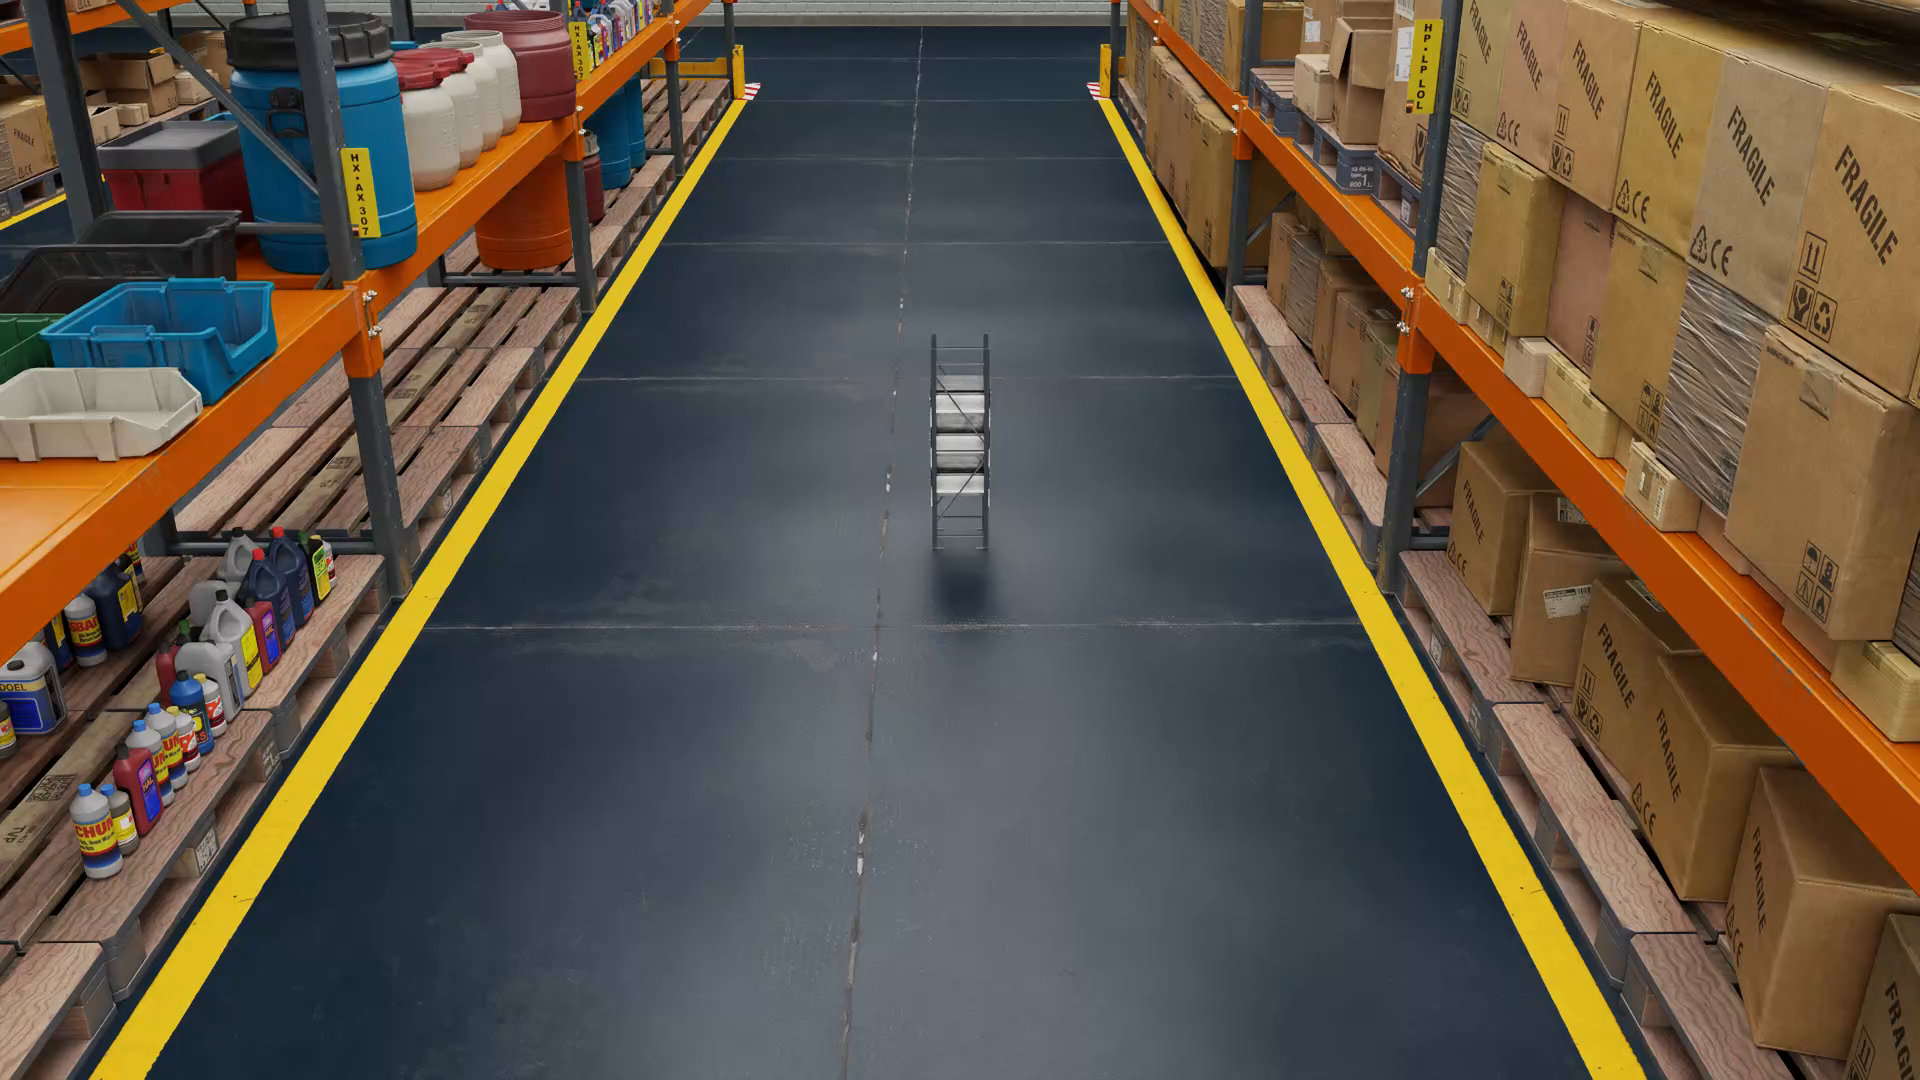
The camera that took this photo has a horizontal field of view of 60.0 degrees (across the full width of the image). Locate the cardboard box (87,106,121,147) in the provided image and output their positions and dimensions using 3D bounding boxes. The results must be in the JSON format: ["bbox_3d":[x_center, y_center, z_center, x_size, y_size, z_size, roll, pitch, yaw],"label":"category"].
[{"bbox_3d":[-7.568,-3.568,14.228,0.500,0.311,0.500,0,24,-1],"label":"cardboard box"}]

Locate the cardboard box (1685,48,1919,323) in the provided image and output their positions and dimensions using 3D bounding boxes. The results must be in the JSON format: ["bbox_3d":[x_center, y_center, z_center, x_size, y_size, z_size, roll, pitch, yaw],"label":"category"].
[{"bbox_3d":[1.989,-0.791,3.664,0.500,0.500,0.500,0,24,-1],"label":"cardboard box"}]

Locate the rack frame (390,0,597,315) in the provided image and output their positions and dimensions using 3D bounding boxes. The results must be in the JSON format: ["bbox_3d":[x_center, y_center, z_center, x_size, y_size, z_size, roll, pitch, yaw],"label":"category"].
[{"bbox_3d":[-2.783,-2.791,9.781,1.000,3.000,0.127,0,24,-1],"label":"rack frame"}]

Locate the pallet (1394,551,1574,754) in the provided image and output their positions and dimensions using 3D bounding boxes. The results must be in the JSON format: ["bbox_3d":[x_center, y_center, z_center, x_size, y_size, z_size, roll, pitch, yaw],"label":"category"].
[{"bbox_3d":[2.256,0.382,6.149,1.003,0.211,1.213,0,24,-1],"label":"pallet"}]

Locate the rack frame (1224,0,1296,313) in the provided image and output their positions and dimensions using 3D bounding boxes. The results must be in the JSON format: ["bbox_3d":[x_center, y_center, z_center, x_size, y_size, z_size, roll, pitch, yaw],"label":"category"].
[{"bbox_3d":[2.169,-2.813,9.831,1.000,3.000,0.127,0,24,-1],"label":"rack frame"}]

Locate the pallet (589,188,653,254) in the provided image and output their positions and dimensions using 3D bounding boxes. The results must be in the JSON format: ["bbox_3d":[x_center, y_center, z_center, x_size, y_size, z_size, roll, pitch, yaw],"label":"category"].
[{"bbox_3d":[-2.844,-2.347,12.183,1.003,0.211,1.213,0,24,-1],"label":"pallet"}]

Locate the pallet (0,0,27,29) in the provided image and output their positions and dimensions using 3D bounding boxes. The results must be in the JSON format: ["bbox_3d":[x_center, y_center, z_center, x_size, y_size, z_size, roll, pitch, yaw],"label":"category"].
[{"bbox_3d":[-7.880,-4.001,12.690,1.003,0.211,1.213,0,24,-1],"label":"pallet"}]

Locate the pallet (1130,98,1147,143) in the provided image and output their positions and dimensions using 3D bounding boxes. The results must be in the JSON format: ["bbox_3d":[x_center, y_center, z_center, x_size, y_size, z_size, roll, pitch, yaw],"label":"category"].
[{"bbox_3d":[2.180,-4.009,15.858,1.003,0.211,1.213,0,24,-1],"label":"pallet"}]

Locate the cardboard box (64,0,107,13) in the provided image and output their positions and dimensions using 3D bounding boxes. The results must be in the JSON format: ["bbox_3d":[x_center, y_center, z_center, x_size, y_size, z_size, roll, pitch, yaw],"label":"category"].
[{"bbox_3d":[-7.513,-4.675,13.826,0.500,0.500,0.500,0,24,1],"label":"cardboard box"}]

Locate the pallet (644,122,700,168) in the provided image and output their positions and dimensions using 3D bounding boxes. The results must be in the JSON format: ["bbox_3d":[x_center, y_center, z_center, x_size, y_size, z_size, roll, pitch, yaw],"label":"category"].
[{"bbox_3d":[-2.874,-3.472,14.670,1.003,0.211,1.213,0,24,-1],"label":"pallet"}]

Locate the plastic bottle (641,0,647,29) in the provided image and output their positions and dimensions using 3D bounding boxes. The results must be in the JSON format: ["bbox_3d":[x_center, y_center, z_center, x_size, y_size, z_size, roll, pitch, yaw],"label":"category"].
[{"bbox_3d":[-2.495,-4.071,12.763,0.152,0.276,0.135,0,24,-1],"label":"plastic bottle"}]

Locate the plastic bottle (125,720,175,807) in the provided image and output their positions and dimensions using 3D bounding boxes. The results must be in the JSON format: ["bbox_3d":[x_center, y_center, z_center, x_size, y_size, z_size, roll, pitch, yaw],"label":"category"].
[{"bbox_3d":[-2.408,0.658,4.931,0.097,0.271,0.097,0,24,0],"label":"plastic bottle"}]

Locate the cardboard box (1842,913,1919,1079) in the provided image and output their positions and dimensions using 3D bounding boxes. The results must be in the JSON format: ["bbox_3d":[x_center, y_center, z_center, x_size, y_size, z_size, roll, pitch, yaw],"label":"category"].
[{"bbox_3d":[2.267,1.173,3.540,0.500,0.500,0.500,4,25,9],"label":"cardboard box"}]

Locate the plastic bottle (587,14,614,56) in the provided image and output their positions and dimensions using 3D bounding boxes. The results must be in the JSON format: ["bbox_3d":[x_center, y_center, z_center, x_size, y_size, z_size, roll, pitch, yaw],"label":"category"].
[{"bbox_3d":[-2.480,-3.486,11.468,0.152,0.276,0.135,0,24,-1],"label":"plastic bottle"}]

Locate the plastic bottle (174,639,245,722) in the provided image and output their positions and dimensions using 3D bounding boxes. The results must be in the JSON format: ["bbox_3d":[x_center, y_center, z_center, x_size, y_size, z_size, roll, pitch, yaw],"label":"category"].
[{"bbox_3d":[-2.441,0.441,5.407,0.152,0.276,0.135,0,24,0],"label":"plastic bottle"}]

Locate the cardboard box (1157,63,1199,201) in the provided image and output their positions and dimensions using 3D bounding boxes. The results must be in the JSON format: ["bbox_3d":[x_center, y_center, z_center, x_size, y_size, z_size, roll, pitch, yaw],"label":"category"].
[{"bbox_3d":[2.163,-3.053,12.429,1.225,0.875,0.875,-1,24,-2],"label":"cardboard box"}]

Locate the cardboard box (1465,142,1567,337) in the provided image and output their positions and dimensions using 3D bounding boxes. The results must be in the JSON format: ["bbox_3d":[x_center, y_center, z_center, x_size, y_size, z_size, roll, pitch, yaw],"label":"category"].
[{"bbox_3d":[2.126,-0.954,5.238,0.875,0.500,0.500,0,24,-1],"label":"cardboard box"}]

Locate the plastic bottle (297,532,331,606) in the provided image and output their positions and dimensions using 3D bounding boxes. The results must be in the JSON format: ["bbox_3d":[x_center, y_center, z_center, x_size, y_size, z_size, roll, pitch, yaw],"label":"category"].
[{"bbox_3d":[-2.405,0.091,6.171,0.061,0.283,0.133,1,24,2],"label":"plastic bottle"}]

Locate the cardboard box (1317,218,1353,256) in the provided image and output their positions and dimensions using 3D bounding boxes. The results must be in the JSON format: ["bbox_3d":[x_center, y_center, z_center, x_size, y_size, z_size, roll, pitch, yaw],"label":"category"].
[{"bbox_3d":[2.223,-1.722,9.007,0.500,0.250,0.500,2,24,5],"label":"cardboard box"}]

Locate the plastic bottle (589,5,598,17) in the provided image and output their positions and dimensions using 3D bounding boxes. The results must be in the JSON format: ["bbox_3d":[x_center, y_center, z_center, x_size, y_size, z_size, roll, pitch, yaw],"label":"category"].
[{"bbox_3d":[-2.610,-3.702,11.952,0.097,0.271,0.097,0,24,0],"label":"plastic bottle"}]

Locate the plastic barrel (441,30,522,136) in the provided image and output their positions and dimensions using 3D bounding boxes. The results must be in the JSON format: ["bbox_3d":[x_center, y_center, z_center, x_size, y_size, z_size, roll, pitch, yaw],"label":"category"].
[{"bbox_3d":[-2.558,-2.419,8.823,0.421,0.512,0.421,0,24,0],"label":"plastic barrel"}]

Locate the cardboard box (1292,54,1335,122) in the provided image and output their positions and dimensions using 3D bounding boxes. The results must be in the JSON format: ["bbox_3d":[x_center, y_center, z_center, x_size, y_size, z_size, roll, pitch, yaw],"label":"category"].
[{"bbox_3d":[1.958,-2.245,8.246,0.500,0.250,0.500,-1,24,-2],"label":"cardboard box"}]

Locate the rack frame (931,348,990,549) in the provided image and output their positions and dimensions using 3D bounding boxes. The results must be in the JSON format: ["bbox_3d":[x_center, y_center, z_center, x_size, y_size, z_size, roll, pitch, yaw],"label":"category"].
[{"bbox_3d":[0.001,-0.371,6.979,0.240,0.900,0.006,0,24,-1],"label":"rack frame"}]

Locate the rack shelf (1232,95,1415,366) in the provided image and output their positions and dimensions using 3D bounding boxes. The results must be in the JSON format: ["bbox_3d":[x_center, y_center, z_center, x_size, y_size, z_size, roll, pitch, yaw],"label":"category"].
[{"bbox_3d":[2.191,-1.662,8.157,1.077,0.370,4.000,0,24,-1],"label":"rack shelf"}]

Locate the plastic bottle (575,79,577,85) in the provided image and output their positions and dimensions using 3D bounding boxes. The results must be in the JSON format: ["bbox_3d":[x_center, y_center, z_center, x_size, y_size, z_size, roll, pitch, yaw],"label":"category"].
[{"bbox_3d":[-2.439,-2.960,10.311,0.097,0.271,0.097,0,24,0],"label":"plastic bottle"}]

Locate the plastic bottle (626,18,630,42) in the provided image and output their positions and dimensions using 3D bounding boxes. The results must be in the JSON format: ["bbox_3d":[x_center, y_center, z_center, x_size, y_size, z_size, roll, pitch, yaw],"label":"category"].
[{"bbox_3d":[-2.460,-3.726,12.091,0.097,0.201,0.097,0,24,0],"label":"plastic bottle"}]

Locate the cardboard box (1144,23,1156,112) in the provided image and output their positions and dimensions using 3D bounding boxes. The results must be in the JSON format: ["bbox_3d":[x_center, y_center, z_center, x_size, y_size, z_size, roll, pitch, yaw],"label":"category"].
[{"bbox_3d":[2.189,-4.328,15.248,0.875,0.875,0.875,0,24,-1],"label":"cardboard box"}]

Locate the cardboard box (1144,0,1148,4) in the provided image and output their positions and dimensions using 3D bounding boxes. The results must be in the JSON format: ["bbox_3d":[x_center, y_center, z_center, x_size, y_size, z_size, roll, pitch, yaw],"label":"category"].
[{"bbox_3d":[1.789,-4.683,14.270,0.380,0.149,0.250,-1,24,-1],"label":"cardboard box"}]

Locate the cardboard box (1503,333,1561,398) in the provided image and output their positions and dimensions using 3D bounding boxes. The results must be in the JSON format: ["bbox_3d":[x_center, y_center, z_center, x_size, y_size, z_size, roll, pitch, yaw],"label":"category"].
[{"bbox_3d":[1.909,-0.549,5.128,0.380,0.149,0.250,0,24,-1],"label":"cardboard box"}]

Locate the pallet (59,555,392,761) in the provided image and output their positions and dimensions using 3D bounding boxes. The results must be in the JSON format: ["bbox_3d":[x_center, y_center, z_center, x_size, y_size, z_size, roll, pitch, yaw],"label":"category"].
[{"bbox_3d":[-2.774,0.405,6.099,1.003,0.211,1.213,0,24,-1],"label":"pallet"}]

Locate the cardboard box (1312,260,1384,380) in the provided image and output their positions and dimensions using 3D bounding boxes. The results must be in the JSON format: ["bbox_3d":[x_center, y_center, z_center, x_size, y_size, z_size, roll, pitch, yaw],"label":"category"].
[{"bbox_3d":[2.229,-1.137,8.623,0.700,0.500,0.500,2,24,4],"label":"cardboard box"}]

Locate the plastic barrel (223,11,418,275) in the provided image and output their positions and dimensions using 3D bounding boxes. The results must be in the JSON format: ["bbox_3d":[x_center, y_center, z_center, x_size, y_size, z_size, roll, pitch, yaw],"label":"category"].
[{"bbox_3d":[-2.441,-1.532,6.389,0.600,0.901,0.708,0,24,-1],"label":"plastic barrel"}]

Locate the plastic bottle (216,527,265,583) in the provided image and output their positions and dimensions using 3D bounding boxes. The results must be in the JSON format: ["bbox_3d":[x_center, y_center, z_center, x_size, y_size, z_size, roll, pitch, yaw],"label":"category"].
[{"bbox_3d":[-2.589,0.128,6.007,0.144,0.351,0.185,0,24,-1],"label":"plastic bottle"}]

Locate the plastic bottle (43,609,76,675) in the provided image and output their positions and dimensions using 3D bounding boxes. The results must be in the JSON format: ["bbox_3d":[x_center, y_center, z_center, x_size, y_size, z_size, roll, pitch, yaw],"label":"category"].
[{"bbox_3d":[-3.144,0.276,5.681,0.144,0.351,0.185,-1,24,-3],"label":"plastic bottle"}]

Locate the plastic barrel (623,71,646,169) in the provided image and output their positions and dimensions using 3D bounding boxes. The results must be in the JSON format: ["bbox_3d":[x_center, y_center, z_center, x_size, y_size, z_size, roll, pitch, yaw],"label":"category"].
[{"bbox_3d":[-2.838,-3.450,13.276,0.600,0.901,0.708,0,24,-1],"label":"plastic barrel"}]

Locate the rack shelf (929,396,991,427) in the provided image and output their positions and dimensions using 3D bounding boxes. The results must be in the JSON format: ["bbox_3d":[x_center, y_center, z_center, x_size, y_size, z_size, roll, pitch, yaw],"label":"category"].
[{"bbox_3d":[0.000,-0.547,7.012,0.258,0.077,0.200,0,24,-1],"label":"rack shelf"}]

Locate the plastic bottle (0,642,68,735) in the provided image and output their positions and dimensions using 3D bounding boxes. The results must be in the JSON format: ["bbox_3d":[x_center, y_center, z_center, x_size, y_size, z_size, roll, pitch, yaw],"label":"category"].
[{"bbox_3d":[-2.991,0.474,5.333,0.152,0.276,0.135,0,24,-1],"label":"plastic bottle"}]

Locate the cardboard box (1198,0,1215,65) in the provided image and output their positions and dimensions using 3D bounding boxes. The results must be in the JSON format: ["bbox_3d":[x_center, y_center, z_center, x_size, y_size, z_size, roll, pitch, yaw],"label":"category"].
[{"bbox_3d":[1.908,-3.481,11.185,0.500,0.500,0.500,-1,24,-2],"label":"cardboard box"}]

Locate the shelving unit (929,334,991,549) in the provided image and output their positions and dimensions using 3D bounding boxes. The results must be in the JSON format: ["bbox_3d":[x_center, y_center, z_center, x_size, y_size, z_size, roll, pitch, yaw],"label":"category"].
[{"bbox_3d":[0.000,-0.413,7.072,0.258,0.900,0.210,0,24,-1],"label":"shelving unit"}]

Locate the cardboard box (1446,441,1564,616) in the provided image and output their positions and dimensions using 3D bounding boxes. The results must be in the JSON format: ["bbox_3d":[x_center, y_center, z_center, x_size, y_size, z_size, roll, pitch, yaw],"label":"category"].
[{"bbox_3d":[2.177,-0.053,6.250,0.500,0.500,0.500,-1,24,-2],"label":"cardboard box"}]

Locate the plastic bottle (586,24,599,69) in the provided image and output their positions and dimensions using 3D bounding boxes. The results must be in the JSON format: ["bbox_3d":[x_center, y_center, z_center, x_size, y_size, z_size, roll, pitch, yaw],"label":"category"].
[{"bbox_3d":[-2.428,-3.259,10.957,0.061,0.283,0.133,0,24,-1],"label":"plastic bottle"}]

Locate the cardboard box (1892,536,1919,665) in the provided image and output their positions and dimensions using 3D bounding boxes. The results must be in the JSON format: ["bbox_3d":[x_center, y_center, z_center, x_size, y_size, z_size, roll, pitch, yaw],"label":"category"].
[{"bbox_3d":[2.278,0.075,2.961,0.875,0.500,0.500,0,24,-1],"label":"cardboard box"}]

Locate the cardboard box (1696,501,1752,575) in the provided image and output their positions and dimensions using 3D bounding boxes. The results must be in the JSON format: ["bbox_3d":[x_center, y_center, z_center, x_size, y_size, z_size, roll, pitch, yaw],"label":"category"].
[{"bbox_3d":[2.017,-0.034,3.990,0.380,0.149,0.250,0,24,-1],"label":"cardboard box"}]

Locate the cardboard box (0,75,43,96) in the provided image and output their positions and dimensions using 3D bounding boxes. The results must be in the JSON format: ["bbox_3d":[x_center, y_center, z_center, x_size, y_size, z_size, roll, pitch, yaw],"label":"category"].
[{"bbox_3d":[-8.070,-3.714,14.321,0.500,0.500,0.500,0,24,-1],"label":"cardboard box"}]

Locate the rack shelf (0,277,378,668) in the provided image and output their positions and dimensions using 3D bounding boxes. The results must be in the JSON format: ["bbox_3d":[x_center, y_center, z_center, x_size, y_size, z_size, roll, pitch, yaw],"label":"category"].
[{"bbox_3d":[-2.718,0.009,4.463,1.077,0.370,4.000,0,24,-1],"label":"rack shelf"}]

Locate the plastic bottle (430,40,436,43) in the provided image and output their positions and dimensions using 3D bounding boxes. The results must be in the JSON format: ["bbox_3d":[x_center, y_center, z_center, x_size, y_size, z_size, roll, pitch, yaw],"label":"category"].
[{"bbox_3d":[-3.214,-2.903,10.170,0.061,0.283,0.133,0,24,-1],"label":"plastic bottle"}]

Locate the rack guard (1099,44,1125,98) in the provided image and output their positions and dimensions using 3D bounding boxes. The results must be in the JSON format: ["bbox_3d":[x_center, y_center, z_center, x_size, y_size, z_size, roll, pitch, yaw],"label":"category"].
[{"bbox_3d":[2.082,-4.981,17.656,1.175,0.500,0.348,0,24,-1],"label":"rack guard"}]

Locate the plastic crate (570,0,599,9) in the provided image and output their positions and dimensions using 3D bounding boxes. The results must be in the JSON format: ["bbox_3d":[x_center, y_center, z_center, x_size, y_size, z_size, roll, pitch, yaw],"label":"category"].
[{"bbox_3d":[-3.173,-4.650,13.839,0.392,0.384,0.575,0,24,-1],"label":"plastic crate"}]
